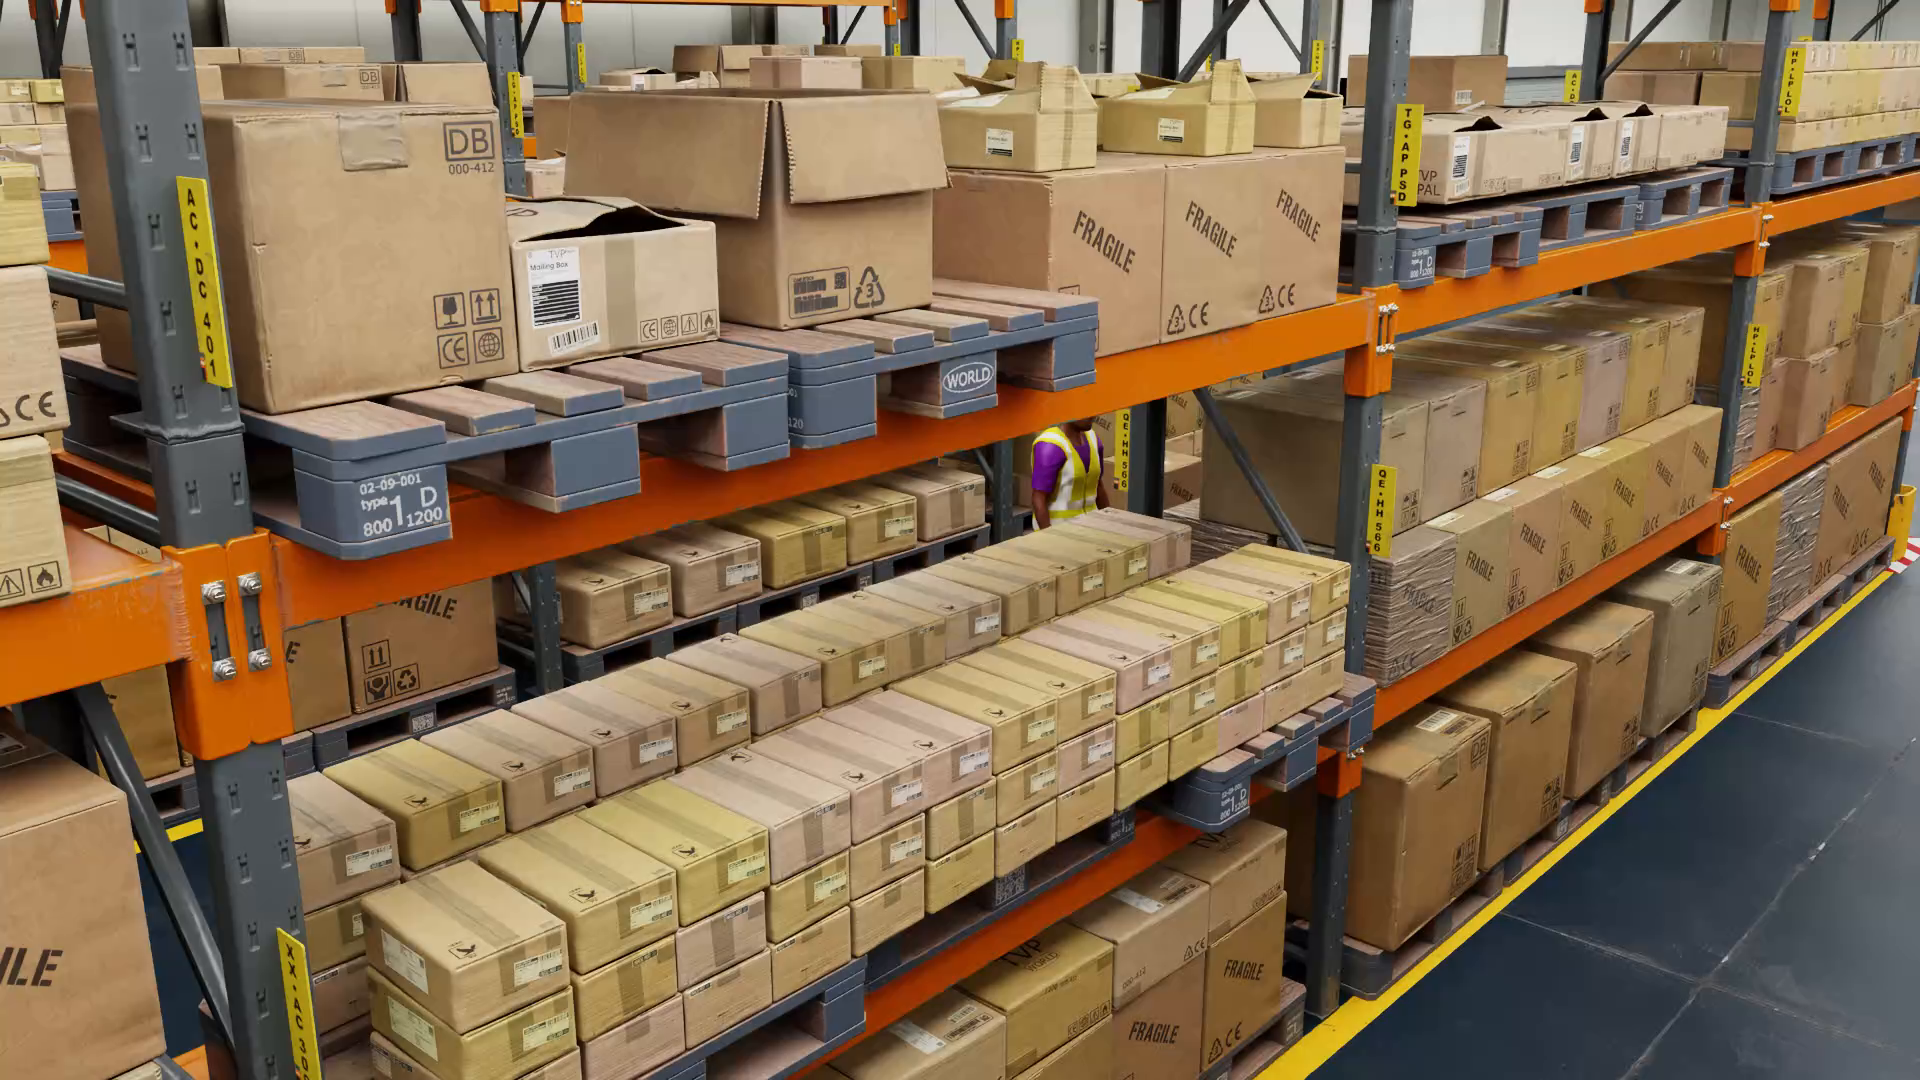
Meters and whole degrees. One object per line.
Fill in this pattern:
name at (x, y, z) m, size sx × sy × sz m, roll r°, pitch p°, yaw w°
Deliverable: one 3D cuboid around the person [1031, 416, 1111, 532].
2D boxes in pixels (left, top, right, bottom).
person at (0.694, -0.042, 9.638) m, size 0.550 × 1.766 × 0.628 m, roll 15°, pitch 22°, yaw 40°
